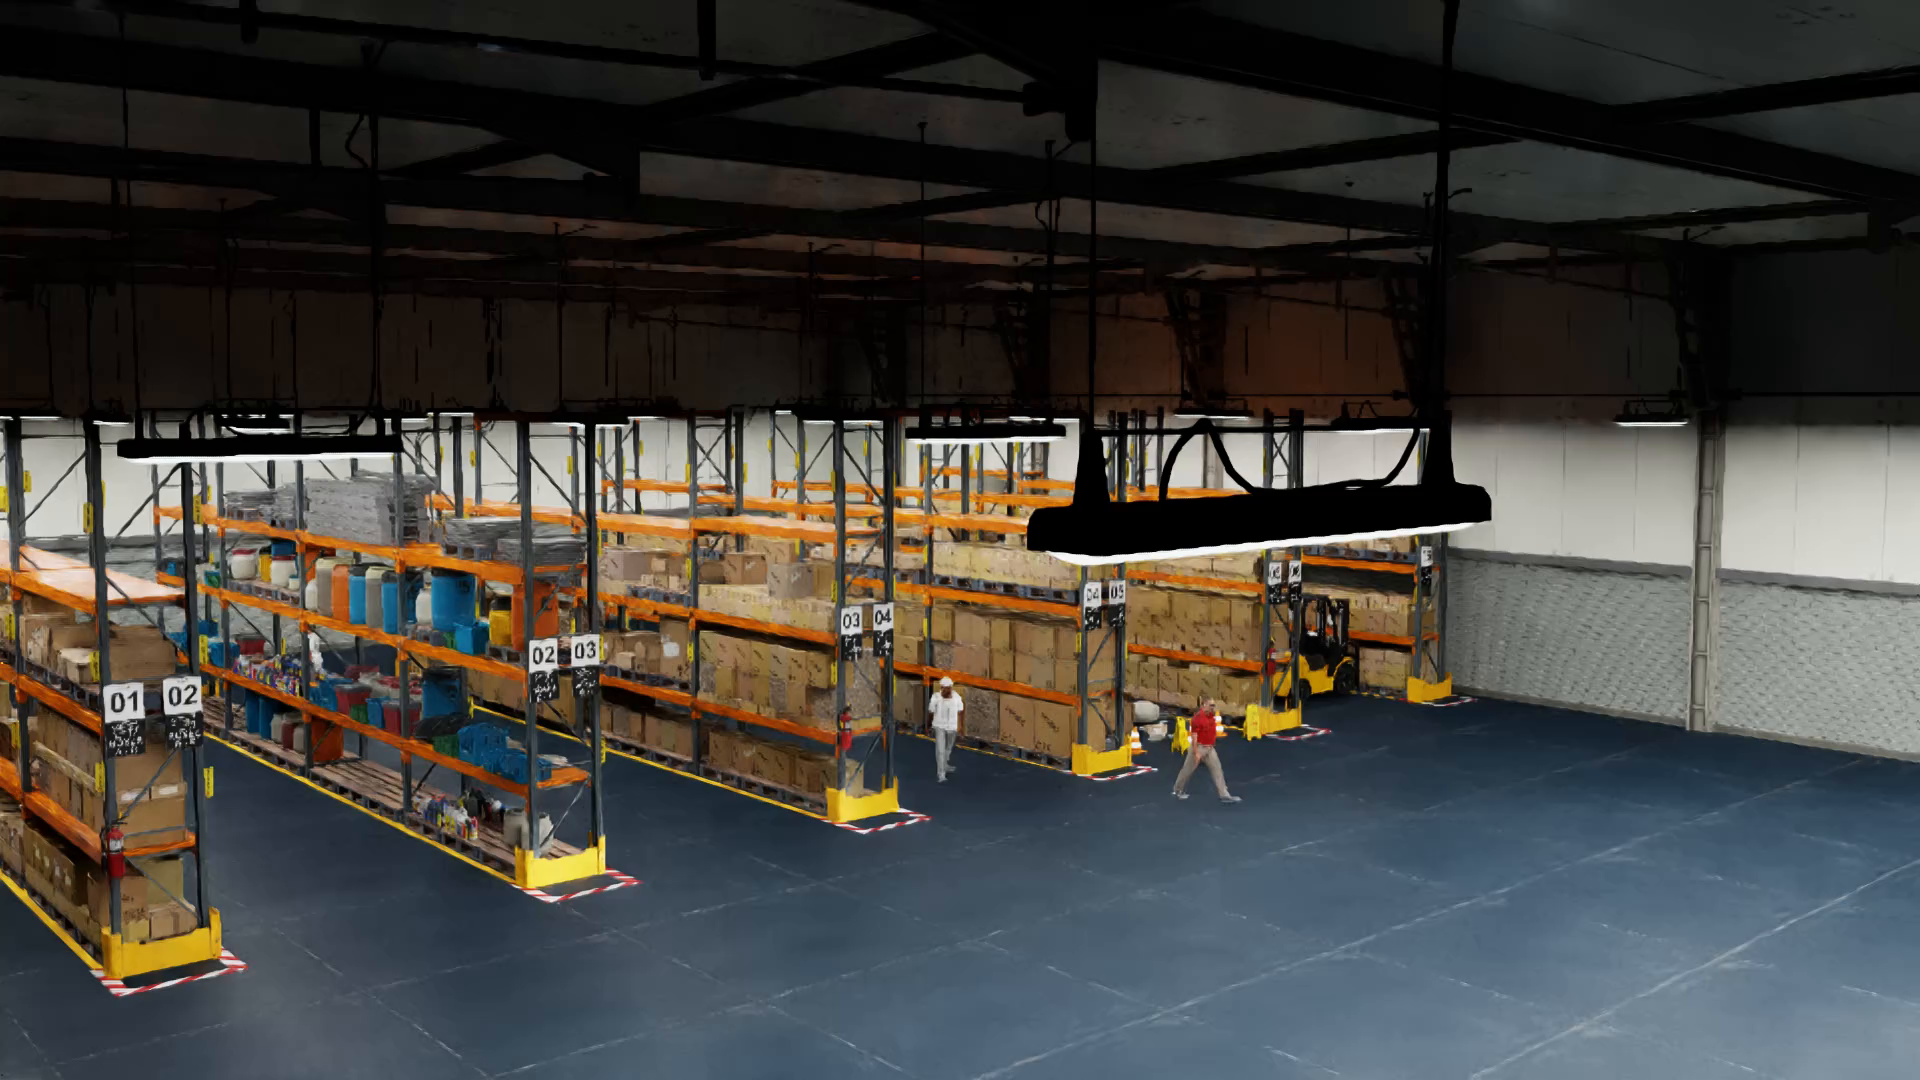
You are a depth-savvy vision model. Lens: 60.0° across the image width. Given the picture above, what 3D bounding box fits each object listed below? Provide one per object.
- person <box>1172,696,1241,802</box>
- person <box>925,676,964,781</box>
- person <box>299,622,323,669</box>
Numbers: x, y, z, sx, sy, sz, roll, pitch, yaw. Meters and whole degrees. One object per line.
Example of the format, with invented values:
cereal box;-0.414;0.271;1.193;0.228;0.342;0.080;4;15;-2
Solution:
person;3.782;3.227;25.730;0.547;1.640;1.116;-5;7;-43
person;-0.238;3.079;27.413;0.618;1.720;0.972;-2;5;-19
person;-13.077;2.509;33.433;0.586;1.748;0.652;-1;5;-14
